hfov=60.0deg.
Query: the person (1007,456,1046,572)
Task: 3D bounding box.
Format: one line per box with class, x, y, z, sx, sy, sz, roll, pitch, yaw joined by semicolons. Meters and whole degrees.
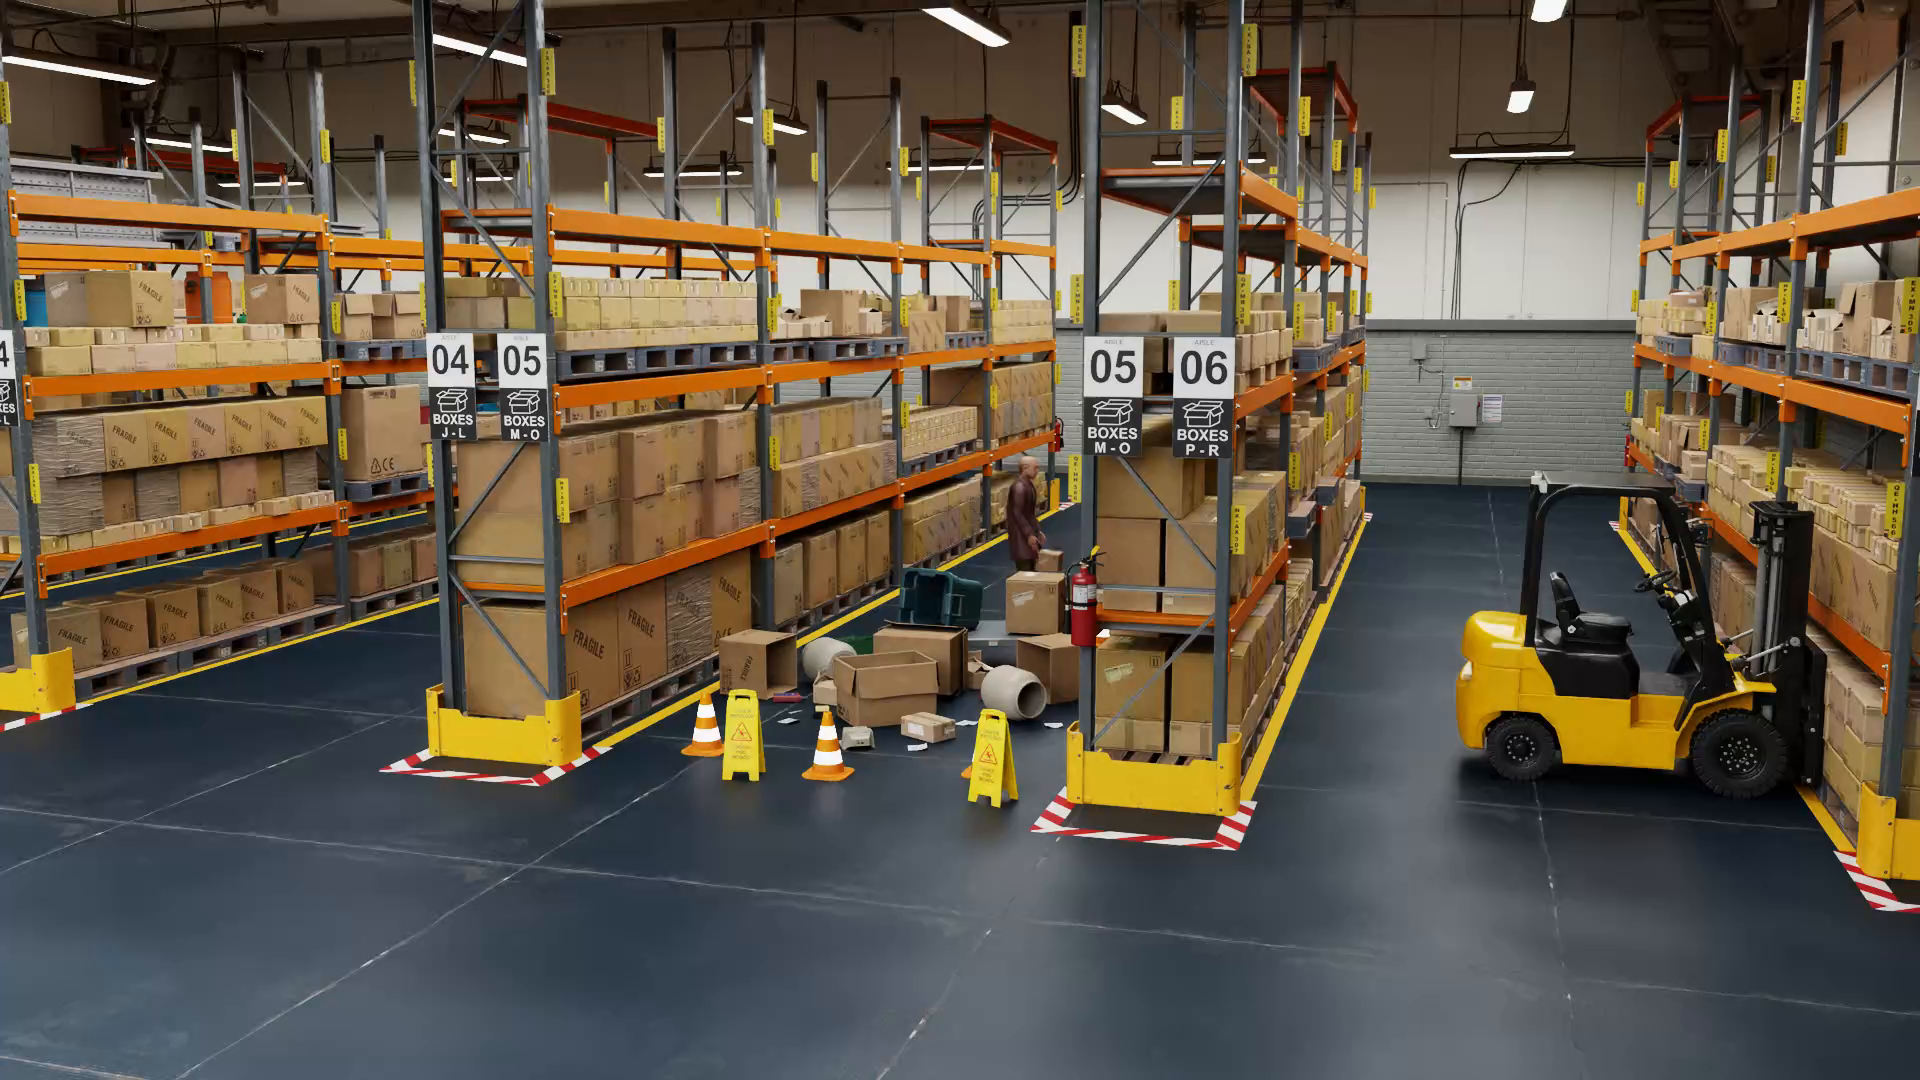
person;0.723;-0.025;18.040;0.424;1.779;0.587;2;8;15
